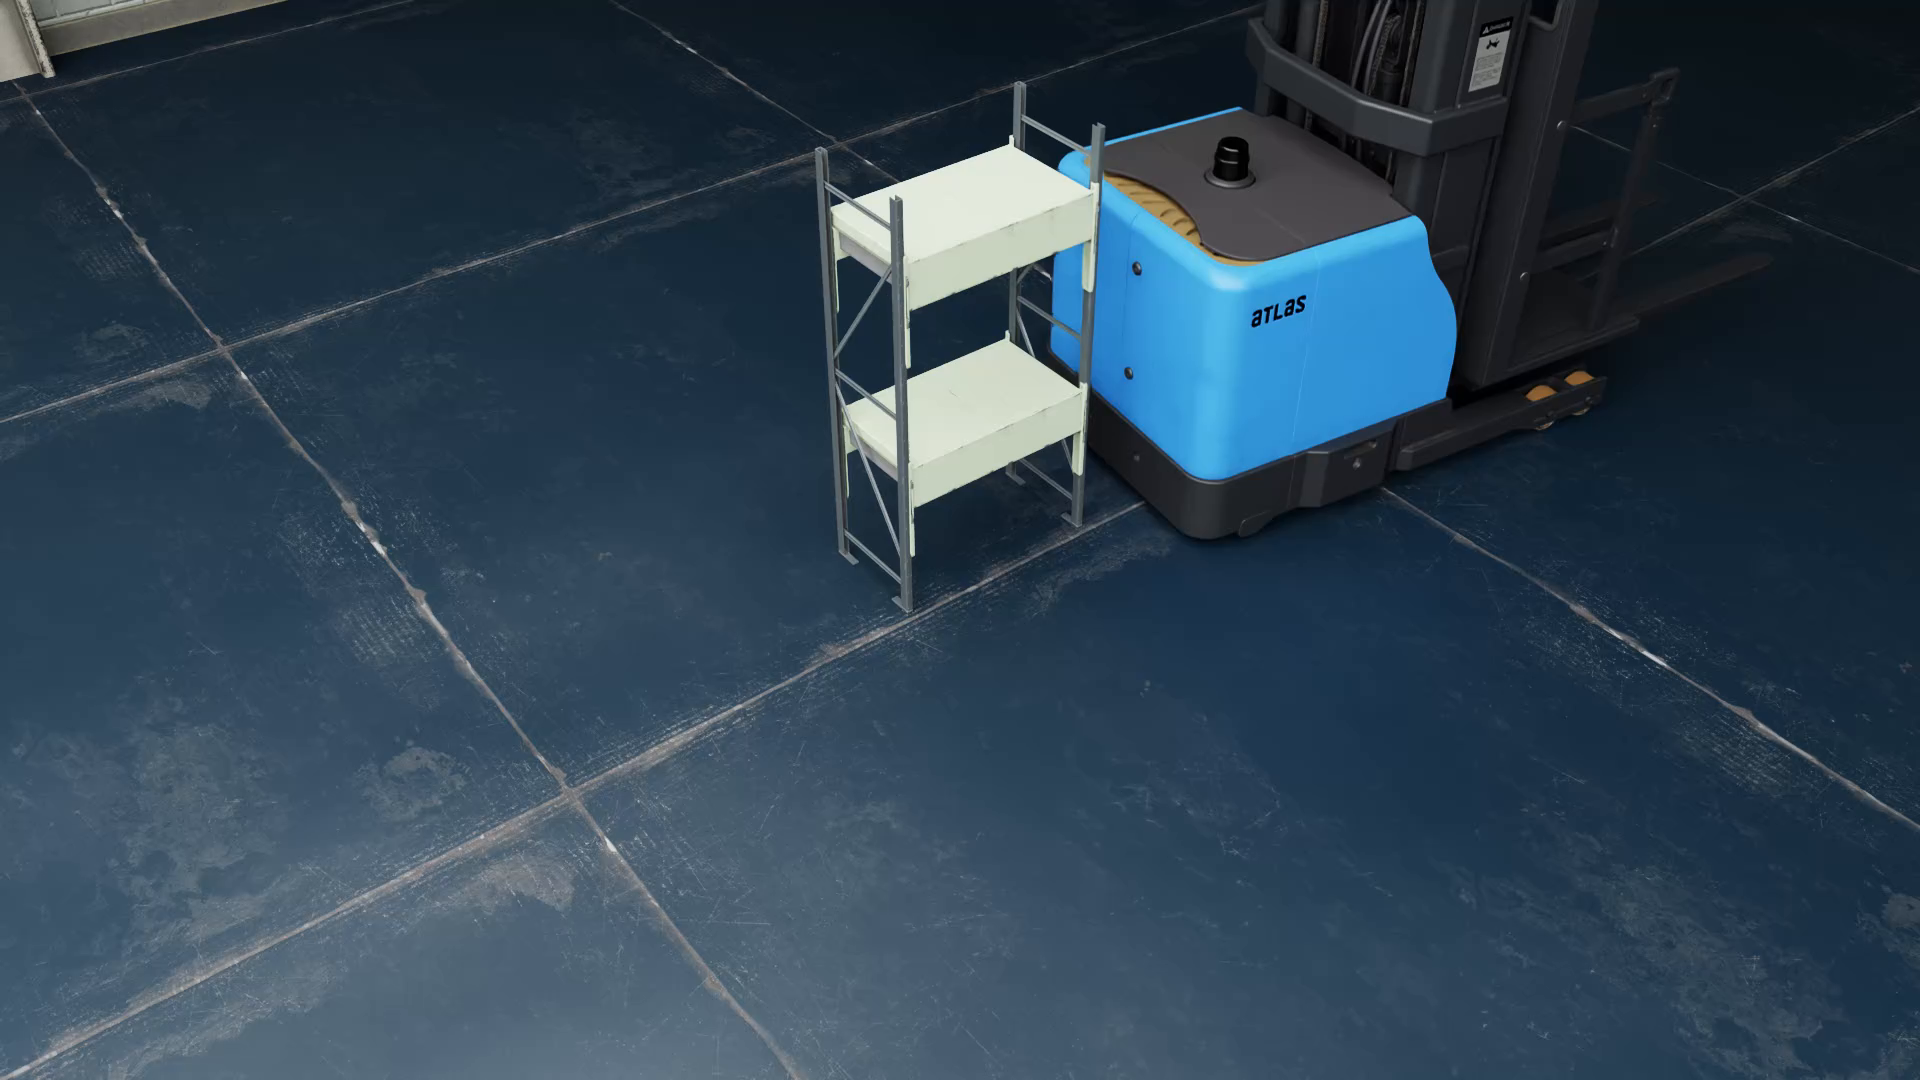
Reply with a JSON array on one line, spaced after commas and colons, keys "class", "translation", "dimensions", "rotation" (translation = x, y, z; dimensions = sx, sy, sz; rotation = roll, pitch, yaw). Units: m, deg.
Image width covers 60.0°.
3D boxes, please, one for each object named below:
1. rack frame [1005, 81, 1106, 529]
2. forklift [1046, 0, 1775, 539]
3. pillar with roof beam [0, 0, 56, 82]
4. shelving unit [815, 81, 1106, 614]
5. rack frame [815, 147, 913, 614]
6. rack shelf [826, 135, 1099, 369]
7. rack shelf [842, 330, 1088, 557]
[{"class": "rack frame", "translation": [0.295, -0.724, 5.450], "dimensions": [0.023, 1.500, 0.400], "rotation": [-26, 46, -28]}, {"class": "forklift", "translation": [1.855, -1.819, 5.656], "dimensions": [3.031, 2.935, 1.130], "rotation": [-20, 43, -22]}, {"class": "pillar with roof beam", "translation": [-2.366, -3.752, 3.229], "dimensions": [0.400, 9.000, 9.100], "rotation": [-26, 46, -28]}, {"class": "shelving unit", "translation": [0.005, -0.582, 5.277], "dimensions": [0.755, 1.500, 0.431], "rotation": [-26, 46, -28]}, {"class": "rack frame", "translation": [-0.285, -0.441, 5.105], "dimensions": [0.023, 1.500, 0.400], "rotation": [-26, 46, -28]}, {"class": "rack shelf", "translation": [0.005, -0.884, 5.030], "dimensions": [0.720, 0.370, 0.431], "rotation": [-26, 46, -28]}, {"class": "rack shelf", "translation": [0.005, -0.330, 5.484], "dimensions": [0.720, 0.370, 0.431], "rotation": [-26, 46, -28]}]
